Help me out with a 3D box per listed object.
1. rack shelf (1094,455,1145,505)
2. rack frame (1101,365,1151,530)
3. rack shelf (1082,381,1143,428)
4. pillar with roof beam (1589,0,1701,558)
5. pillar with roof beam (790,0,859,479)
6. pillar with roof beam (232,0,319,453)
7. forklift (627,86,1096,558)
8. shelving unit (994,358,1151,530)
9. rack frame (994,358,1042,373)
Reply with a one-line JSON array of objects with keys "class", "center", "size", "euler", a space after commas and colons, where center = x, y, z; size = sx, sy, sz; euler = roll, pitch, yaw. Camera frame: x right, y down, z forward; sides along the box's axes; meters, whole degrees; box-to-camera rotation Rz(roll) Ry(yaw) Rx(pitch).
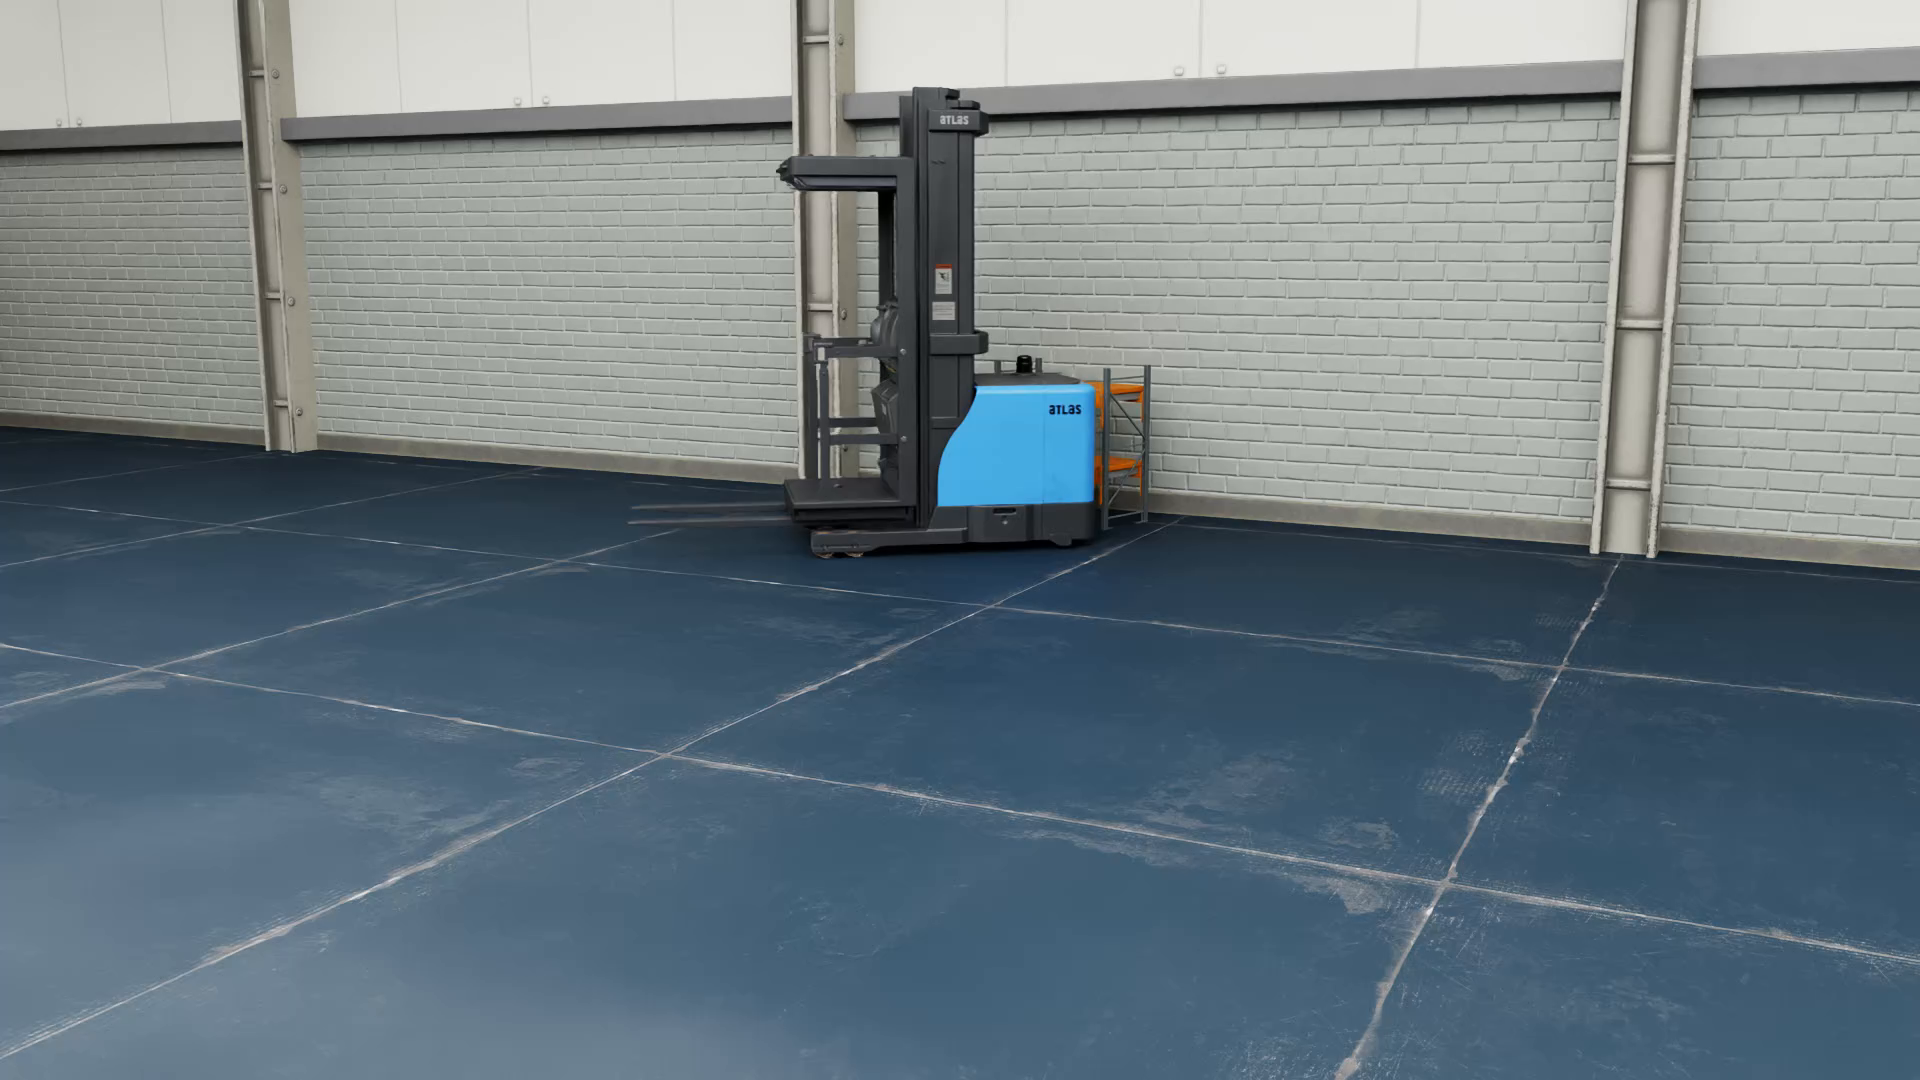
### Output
[{"class": "rack shelf", "center": [0.800, -0.477, 12.081], "size": [1.000, 0.278, 0.538], "euler": [10, 14, 43]}, {"class": "rack frame", "center": [1.168, -0.655, 11.692], "size": [0.032, 1.125, 0.500], "euler": [10, 14, 43]}, {"class": "rack shelf", "center": [0.800, -1.006, 11.985], "size": [1.000, 0.278, 0.538], "euler": [10, 14, 43]}, {"class": "pillar with roof beam", "center": [2.419, -3.667, 6.221], "size": [0.400, 9.000, 9.100], "euler": [5, 11, 26]}, {"class": "pillar with roof beam", "center": [-2.961, -4.139, 8.833], "size": [0.400, 9.000, 9.100], "euler": [5, 11, 26]}, {"class": "pillar with roof beam", "center": [-8.342, -4.612, 11.446], "size": [0.400, 9.000, 9.100], "euler": [5, 11, 26]}, {"class": "forklift", "center": [-0.670, -1.430, 10.900], "size": [3.031, 2.935, 1.130], "euler": [-2, 10, -9]}, {"class": "shelving unit", "center": [0.800, -0.718, 12.037], "size": [1.048, 1.125, 0.538], "euler": [10, 14, 43]}, {"class": "rack frame", "center": [0.432, -0.780, 12.382], "size": [0.032, 1.125, 0.500], "euler": [10, 14, 43]}]
